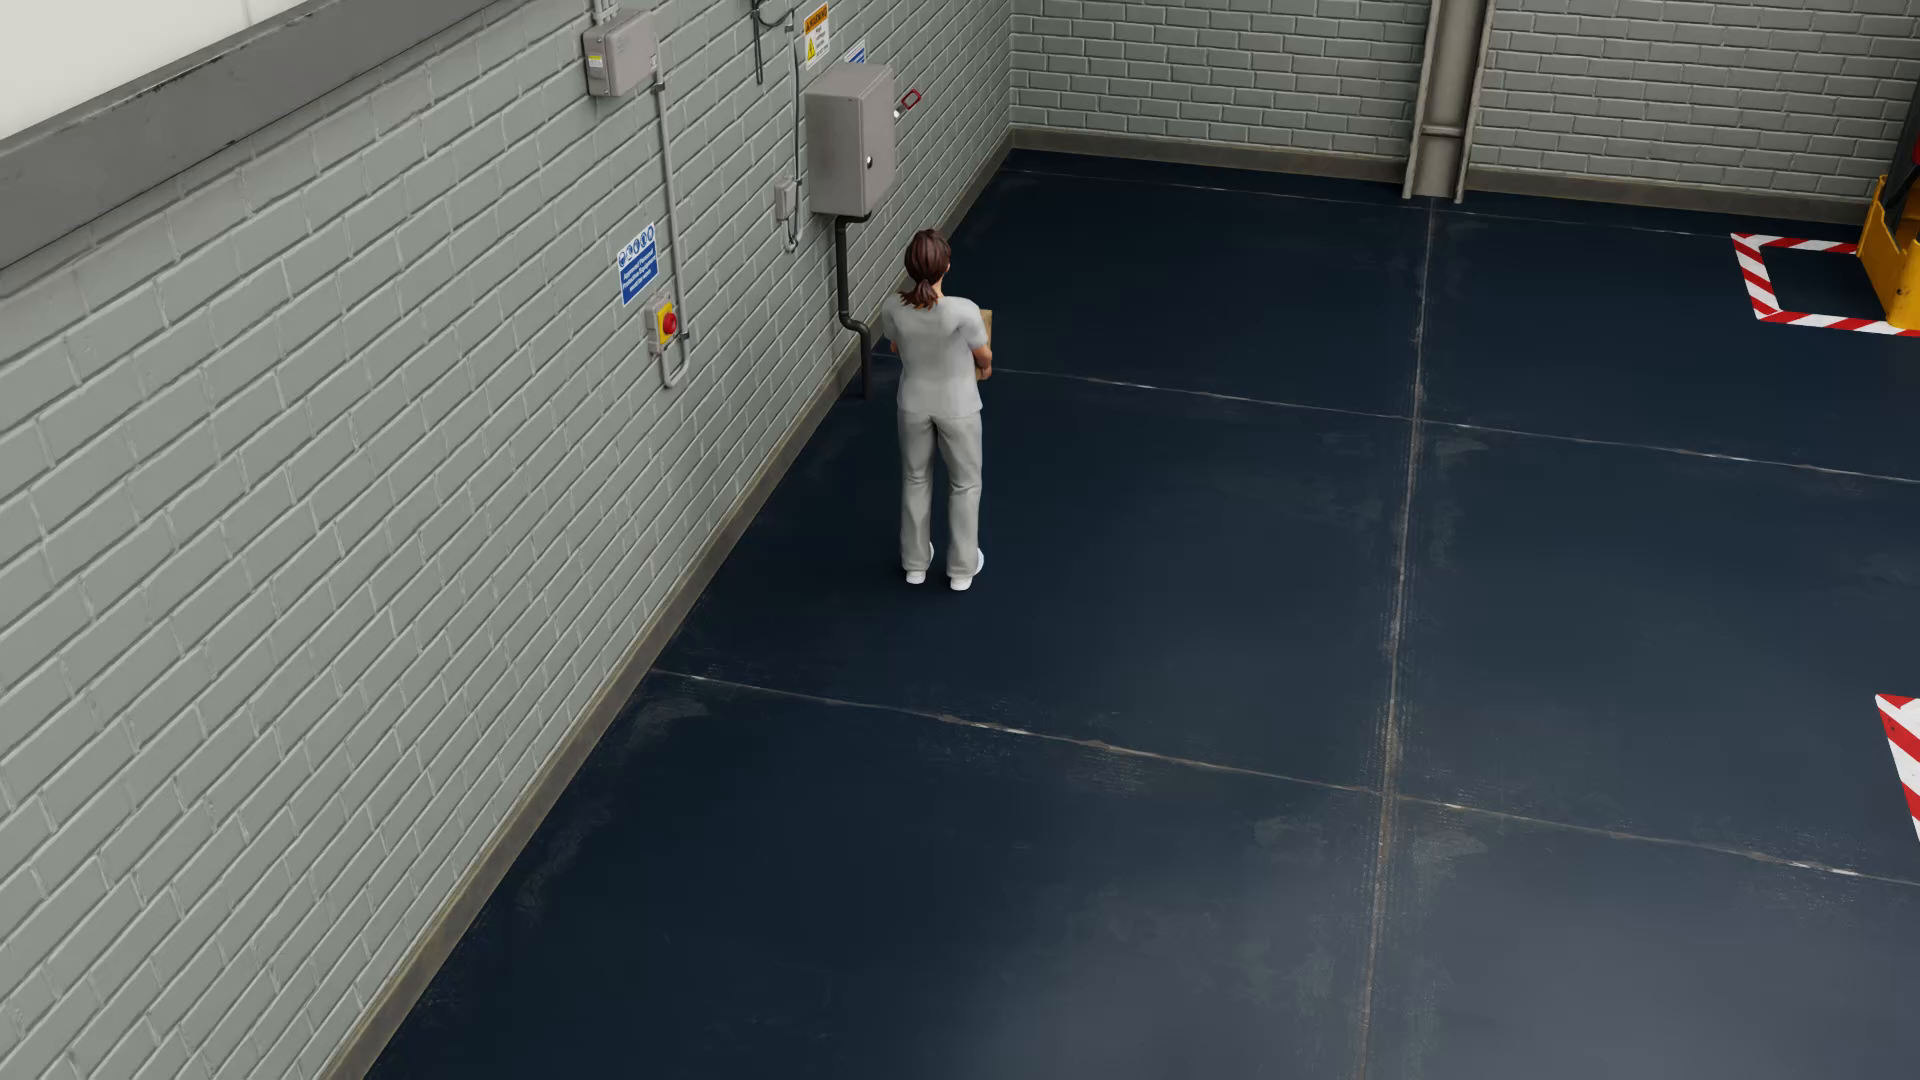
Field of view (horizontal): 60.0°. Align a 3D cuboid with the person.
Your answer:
[{"bbox_3d":[-0.076,-0.563,7.006,0.474,1.676,0.513,8,34,13],"label":"person"}]
